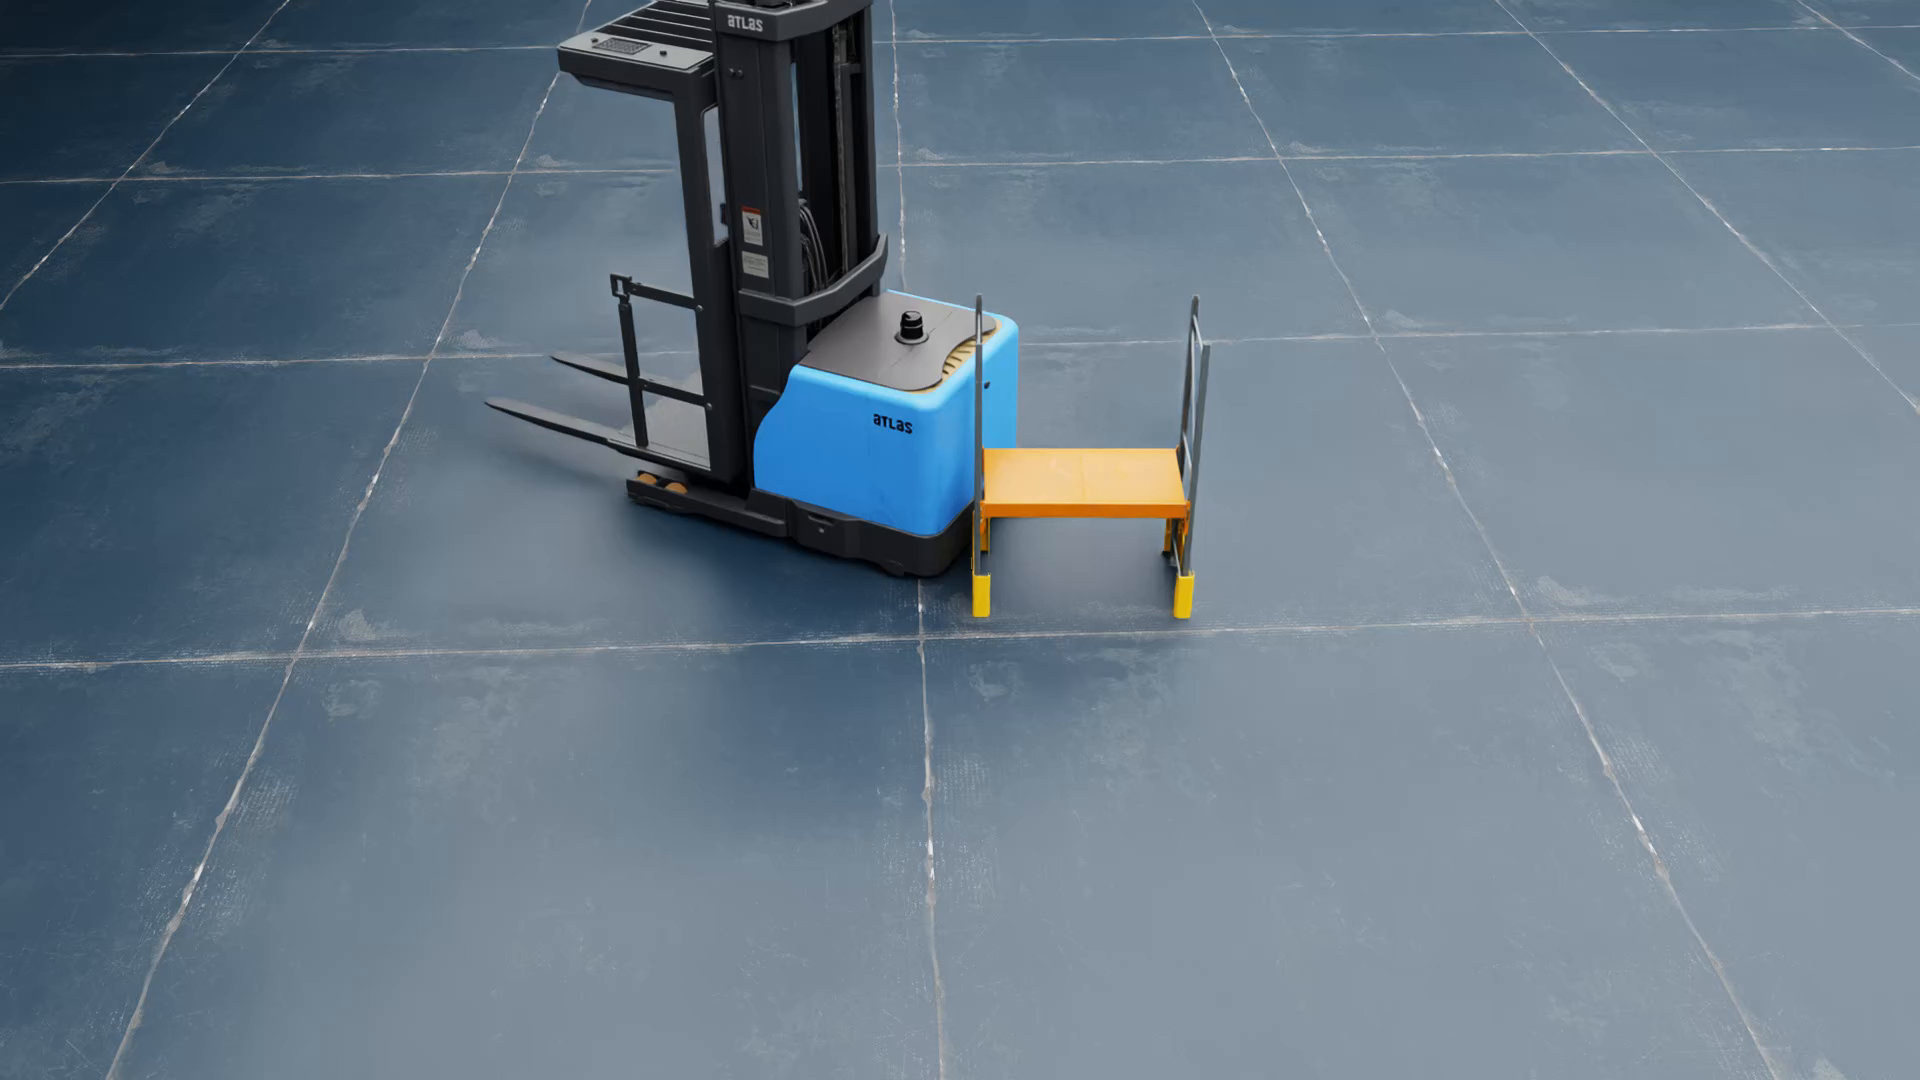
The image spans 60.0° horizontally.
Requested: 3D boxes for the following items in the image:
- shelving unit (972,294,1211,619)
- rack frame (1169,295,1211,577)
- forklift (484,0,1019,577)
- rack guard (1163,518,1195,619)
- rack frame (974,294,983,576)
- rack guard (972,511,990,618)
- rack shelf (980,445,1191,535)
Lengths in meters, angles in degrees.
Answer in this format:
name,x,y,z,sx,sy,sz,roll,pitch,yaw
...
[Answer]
name,x,y,z,sx,sy,sz,roll,pitch,yaw
shelving unit,0.605,-0.397,8.042,1.083,1.500,0.587,0,35,0
rack frame,1.104,-0.395,8.039,0.032,1.500,0.500,0,35,0
forklift,-1.236,-1.597,8.518,3.031,2.935,1.130,16,38,22
rack guard,1.103,0.119,8.395,0.087,0.250,0.587,0,35,0
rack frame,0.087,-0.399,8.044,0.032,1.500,0.500,0,35,0
rack guard,0.107,0.115,8.400,0.087,0.250,0.587,0,35,0
rack shelf,0.596,-0.249,8.144,1.000,0.185,0.538,0,35,0
